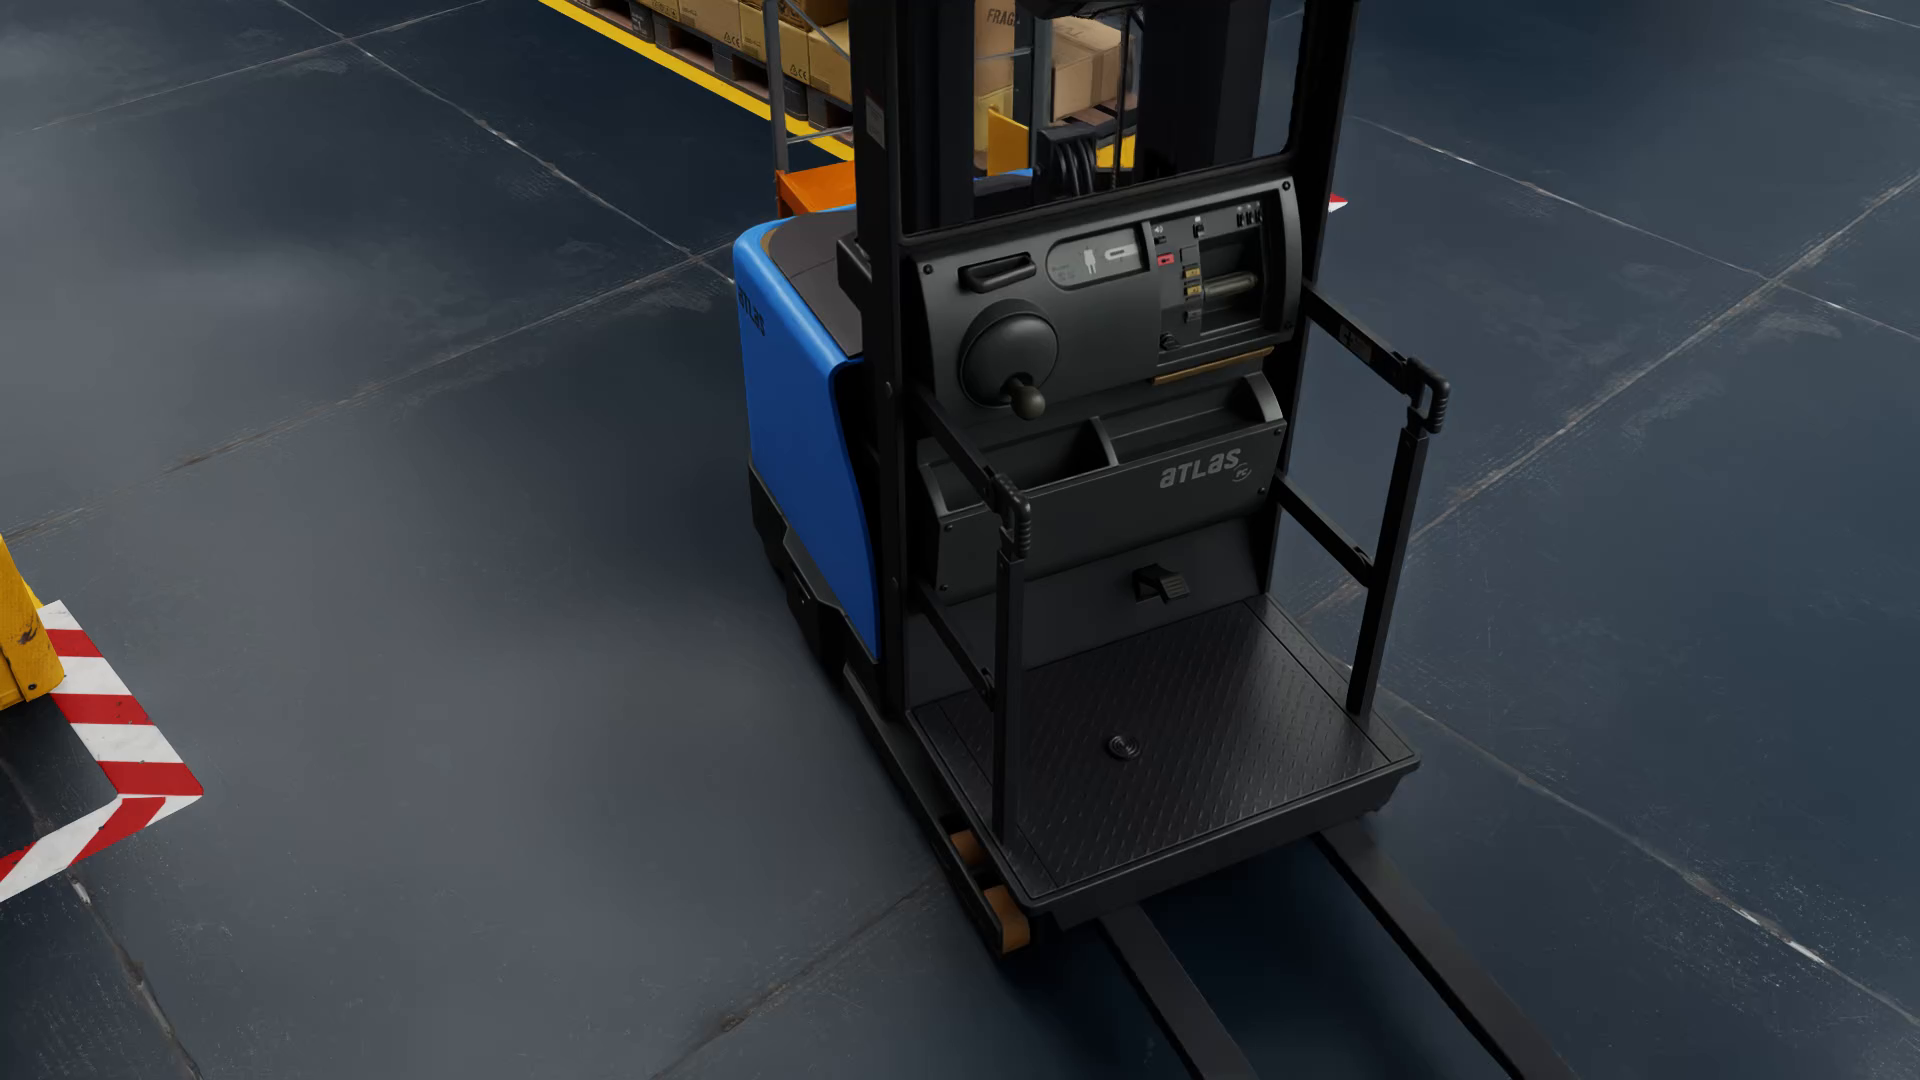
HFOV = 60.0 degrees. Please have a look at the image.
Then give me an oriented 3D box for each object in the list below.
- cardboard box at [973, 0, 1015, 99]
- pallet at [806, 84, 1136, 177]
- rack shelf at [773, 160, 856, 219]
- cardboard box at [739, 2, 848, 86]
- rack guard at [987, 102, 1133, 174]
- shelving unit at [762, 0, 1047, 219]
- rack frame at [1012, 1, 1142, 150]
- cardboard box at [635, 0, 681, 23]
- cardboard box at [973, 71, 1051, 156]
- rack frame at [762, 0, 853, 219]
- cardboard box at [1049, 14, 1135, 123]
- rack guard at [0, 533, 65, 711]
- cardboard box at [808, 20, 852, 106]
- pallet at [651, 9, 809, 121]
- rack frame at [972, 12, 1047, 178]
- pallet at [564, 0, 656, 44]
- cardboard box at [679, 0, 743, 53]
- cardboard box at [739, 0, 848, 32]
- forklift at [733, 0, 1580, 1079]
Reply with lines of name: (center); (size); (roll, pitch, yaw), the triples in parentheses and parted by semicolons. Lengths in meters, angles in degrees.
cardboard box: (0.031, -2.174, 6.811); (0.500, 0.500, 0.500); (-30, 48, -32)
pallet: (0.065, -1.918, 7.457); (1.003, 0.211, 1.213); (-30, 48, -32)
rack shelf: (-0.200, -1.003, 5.584); (0.538, 0.185, 1.000); (-16, 42, -19)
cardboard box: (-0.654, -2.340, 7.614); (0.500, 0.250, 0.500); (-30, 48, -32)
rack guard: (0.629, -1.683, 6.936); (1.175, 0.500, 0.348); (-30, 48, -32)
shelving unit: (-0.204, -1.148, 5.477); (0.587, 1.500, 1.083); (-16, 42, -19)
rack frame: (0.613, -2.667, 6.164); (1.000, 3.000, 0.127); (-30, 48, -32)
cardboard box: (-1.333, -2.801, 8.185); (0.500, 0.250, 0.500); (-30, 48, -32)
cardboard box: (0.033, -1.883, 7.048); (0.500, 0.250, 0.500); (-30, 48, -32)
rack frame: (-0.416, -1.432, 5.829); (0.500, 1.500, 0.032); (-16, 42, -19)
cardboard box: (0.414, -2.103, 7.321); (0.500, 0.250, 0.500); (-30, 48, -32)
rack guard: (-3.085, 0.378, 4.385); (1.175, 0.500, 0.348); (-30, 48, -32)
cardboard box: (-0.314, -2.109, 7.328); (0.500, 0.250, 0.500); (-30, 48, -32)
pallet: (-0.756, -2.482, 8.155); (1.003, 0.211, 1.213); (-30, 48, -32)
rack frame: (0.016, -0.853, 5.113); (0.500, 1.500, 0.032); (-16, 42, -19)
pallet: (-1.585, -3.047, 8.855); (1.003, 0.211, 1.213); (-30, 48, -32)
cardboard box: (-0.991, -2.572, 7.901); (0.500, 0.250, 0.500); (-30, 48, -32)
cardboard box: (-0.656, -2.630, 7.377); (0.500, 0.500, 0.500); (-30, 48, -32)
forklift: (0.435, -0.461, 3.488); (1.130, 2.935, 3.031); (-16, 42, -19)
